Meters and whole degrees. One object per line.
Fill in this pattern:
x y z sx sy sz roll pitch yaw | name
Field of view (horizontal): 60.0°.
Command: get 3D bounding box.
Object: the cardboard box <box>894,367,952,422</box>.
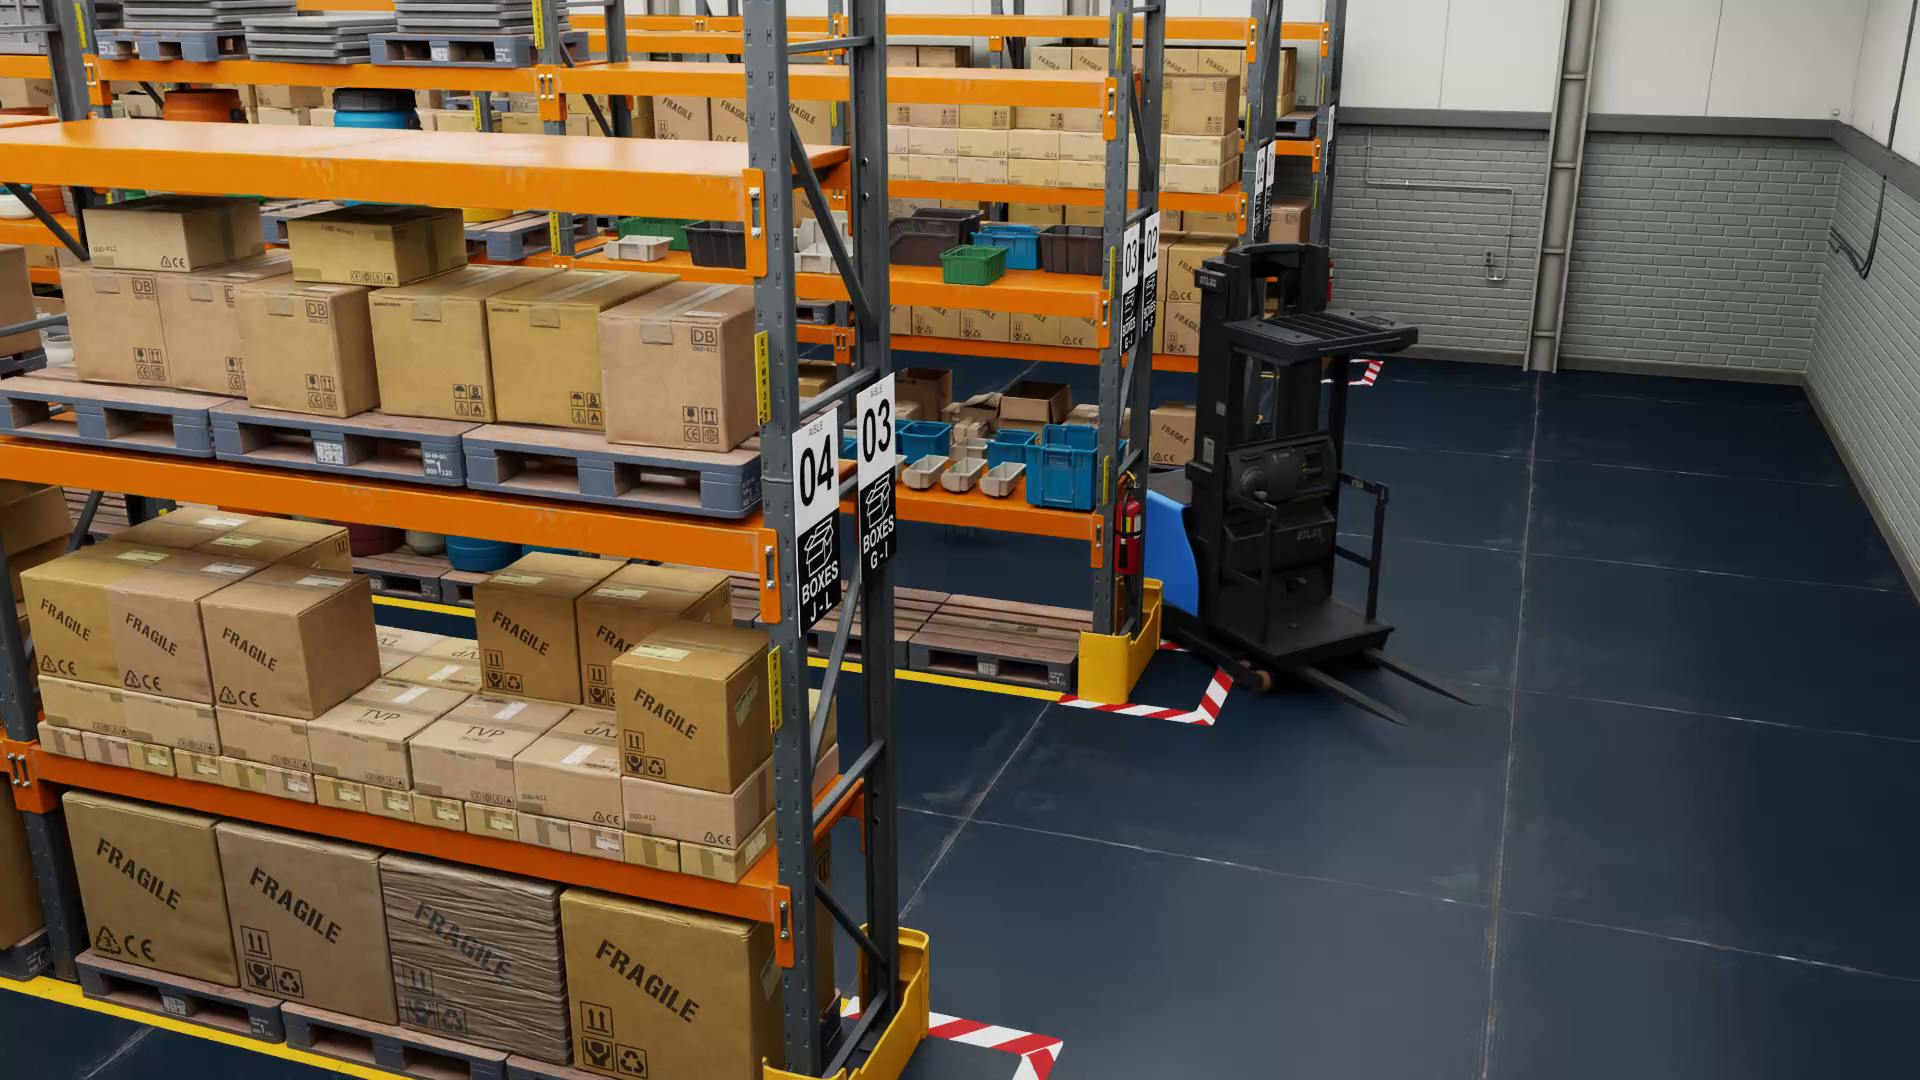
-0.397 -1.509 17.476 0.500 0.500 0.500 7 20 18 | cardboard box

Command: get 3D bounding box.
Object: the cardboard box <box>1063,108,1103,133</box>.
1.308 -4.110 15.581 0.500 0.500 0.700 7 20 18 | cardboard box

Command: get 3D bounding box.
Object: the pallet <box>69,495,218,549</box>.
-7.155 -0.126 14.617 1.213 0.211 1.003 7 20 18 | pallet

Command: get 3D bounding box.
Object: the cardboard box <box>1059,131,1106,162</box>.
1.238 -3.689 15.515 0.500 0.250 0.500 7 20 18 | cardboard box

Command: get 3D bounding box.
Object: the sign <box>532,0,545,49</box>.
-2.840 -3.478 11.200 0.005 0.325 0.100 7 20 18 | sign

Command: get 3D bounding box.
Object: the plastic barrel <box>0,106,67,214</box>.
-7.758 -3.193 13.969 0.708 0.830 0.600 7 20 18 | plastic barrel

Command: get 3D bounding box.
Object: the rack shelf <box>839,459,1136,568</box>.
-0.768 -0.359 12.142 4.000 0.370 1.077 7 20 18 | rack shelf

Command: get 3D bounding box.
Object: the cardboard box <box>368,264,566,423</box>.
-2.009 -0.830 6.903 0.500 0.500 0.700 5 20 14 | cardboard box

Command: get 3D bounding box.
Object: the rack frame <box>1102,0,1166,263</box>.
1.121 -3.316 10.417 0.127 3.000 1.000 7 20 18 | rack frame

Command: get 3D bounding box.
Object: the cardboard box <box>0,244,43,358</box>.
-4.834 -1.096 7.817 0.500 0.500 0.700 7 20 19 | cardboard box

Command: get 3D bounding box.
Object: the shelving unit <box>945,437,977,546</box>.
0.008 -0.424 14.426 0.210 0.900 0.258 7 20 18 | shelving unit

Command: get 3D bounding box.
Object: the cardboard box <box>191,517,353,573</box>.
-3.289 0.223 8.015 0.500 0.500 0.500 7 20 19 | cardboard box

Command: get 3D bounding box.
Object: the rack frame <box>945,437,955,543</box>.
-0.088 -0.435 14.457 0.006 0.900 0.240 7 20 18 | rack frame

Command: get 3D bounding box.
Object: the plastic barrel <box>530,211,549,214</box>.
-3.072 -2.729 12.445 0.433 0.535 0.433 0 19 0 | plastic barrel

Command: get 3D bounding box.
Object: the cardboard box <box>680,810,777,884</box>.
-0.949 1.240 6.844 0.250 0.149 0.380 7 20 19 | cardboard box

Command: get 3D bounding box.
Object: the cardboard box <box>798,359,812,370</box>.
-1.913 -1.664 17.922 0.500 0.500 0.500 7 20 19 | cardboard box

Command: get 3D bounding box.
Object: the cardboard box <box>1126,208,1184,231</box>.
2.479 -3.917 20.801 0.700 0.700 0.980 6 20 15 | cardboard box

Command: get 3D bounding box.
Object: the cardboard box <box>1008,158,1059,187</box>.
0.766 -3.508 15.754 0.500 0.250 0.500 7 20 18 | cardboard box

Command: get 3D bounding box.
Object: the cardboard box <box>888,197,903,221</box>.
-0.882 -4.273 21.642 0.500 0.500 0.500 7 20 18 | cardboard box

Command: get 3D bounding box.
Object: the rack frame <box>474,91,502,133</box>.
-4.807 -5.719 17.313 0.127 3.000 1.000 7 20 18 | rack frame

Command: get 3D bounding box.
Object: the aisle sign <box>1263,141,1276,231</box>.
2.911 -3.334 15.634 0.004 0.787 0.394 7 20 18 | aisle sign

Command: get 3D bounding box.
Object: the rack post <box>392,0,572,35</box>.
-3.443 -3.813 11.957 0.954 0.300 0.937 6 20 17 | rack post

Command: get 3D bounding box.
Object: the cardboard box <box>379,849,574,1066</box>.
-1.995 1.720 7.676 0.875 0.875 0.875 7 20 18 | cardboard box

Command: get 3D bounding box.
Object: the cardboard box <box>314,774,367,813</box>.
-2.639 1.047 7.397 0.250 0.149 0.380 6 20 16 | cardboard box

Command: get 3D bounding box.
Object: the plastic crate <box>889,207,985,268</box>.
-0.232 -2.120 11.639 0.767 0.338 0.504 7 20 18 | plastic crate

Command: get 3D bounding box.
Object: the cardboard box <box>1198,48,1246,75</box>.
3.122 -5.560 19.711 0.500 0.500 0.500 7 20 20 | cardboard box

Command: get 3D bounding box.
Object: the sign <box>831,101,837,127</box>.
-1.207 -4.128 15.921 0.005 0.325 0.100 7 20 18 | sign

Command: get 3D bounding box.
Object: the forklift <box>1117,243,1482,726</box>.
2.377 -0.488 11.523 1.130 2.935 3.031 -10 22 -27 | forklift

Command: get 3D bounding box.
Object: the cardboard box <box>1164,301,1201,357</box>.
2.238 -2.033 15.701 0.500 0.500 0.500 7 20 20 | cardboard box

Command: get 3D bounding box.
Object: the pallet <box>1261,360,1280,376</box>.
3.591 -2.308 20.878 1.213 0.211 1.003 7 20 18 | pallet

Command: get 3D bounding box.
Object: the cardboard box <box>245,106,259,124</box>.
-8.006 -4.793 18.802 0.500 0.250 0.500 9 21 24 | cardboard box

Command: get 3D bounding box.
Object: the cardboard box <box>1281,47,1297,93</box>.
3.762 -5.662 20.004 0.500 0.500 0.500 6 20 16 | cardboard box

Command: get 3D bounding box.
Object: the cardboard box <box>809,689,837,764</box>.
-0.869 0.852 7.351 0.500 0.250 0.500 6 20 17 | cardboard box

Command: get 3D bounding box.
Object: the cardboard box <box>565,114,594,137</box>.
-3.902 -4.259 17.527 0.500 0.500 0.910 7 20 18 | cardboard box

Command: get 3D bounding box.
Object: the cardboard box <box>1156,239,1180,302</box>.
1.762 -2.559 15.689 0.500 0.500 0.500 7 20 20 | cardboard box

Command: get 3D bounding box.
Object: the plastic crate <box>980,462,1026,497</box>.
0.291 -0.418 11.529 0.243 0.136 0.396 7 20 18 | plastic crate

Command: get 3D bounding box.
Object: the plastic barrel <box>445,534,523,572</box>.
-3.835 -0.263 13.323 0.708 0.901 0.600 7 20 18 | plastic barrel

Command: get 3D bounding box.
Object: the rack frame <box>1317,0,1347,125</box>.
4.372 -6.396 19.253 0.127 3.000 1.000 7 20 18 | rack frame

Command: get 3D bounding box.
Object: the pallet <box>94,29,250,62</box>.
-5.765 -3.814 12.742 1.003 0.211 1.213 7 20 18 | pallet

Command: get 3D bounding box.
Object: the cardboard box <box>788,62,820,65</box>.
-2.190 -6.023 21.921 0.500 0.500 0.700 5 20 15 | cardboard box

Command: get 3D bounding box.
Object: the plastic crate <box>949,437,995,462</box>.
0.079 -0.649 12.191 0.298 0.136 0.250 7 20 18 | plastic crate

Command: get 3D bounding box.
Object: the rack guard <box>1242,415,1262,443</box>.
2.678 -0.850 16.256 0.348 0.500 1.175 7 20 18 | rack guard

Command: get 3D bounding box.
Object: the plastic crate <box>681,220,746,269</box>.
-1.574 -2.050 11.542 0.590 0.269 0.497 7 20 18 | plastic crate

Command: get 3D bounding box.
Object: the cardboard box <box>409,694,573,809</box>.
-2.009 0.908 7.190 0.500 0.250 0.500 6 20 16 | cardboard box

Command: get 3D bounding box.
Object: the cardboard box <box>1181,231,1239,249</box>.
2.418 -2.672 16.013 0.500 0.500 0.500 7 20 20 | cardboard box

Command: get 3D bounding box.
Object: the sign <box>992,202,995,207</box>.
0.425 -4.335 20.816 0.005 0.325 0.100 7 20 18 | sign

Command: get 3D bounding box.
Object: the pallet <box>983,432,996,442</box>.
0.776 -0.932 16.930 1.213 0.211 1.003 7 20 18 | pallet

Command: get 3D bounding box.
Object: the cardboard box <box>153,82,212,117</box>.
-8.975 -5.183 19.329 0.500 0.500 0.500 8 21 23 | cardboard box

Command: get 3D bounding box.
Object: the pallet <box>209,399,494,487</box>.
-2.365 -0.525 7.104 1.213 0.211 1.003 7 20 18 | pallet

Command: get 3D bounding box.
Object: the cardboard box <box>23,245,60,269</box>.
-10.962 -3.633 20.289 0.500 0.500 0.700 7 20 18 | cardboard box

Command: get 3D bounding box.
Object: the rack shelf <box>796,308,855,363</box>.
-2.918 -2.331 17.799 4.000 0.370 1.077 7 20 18 | rack shelf
